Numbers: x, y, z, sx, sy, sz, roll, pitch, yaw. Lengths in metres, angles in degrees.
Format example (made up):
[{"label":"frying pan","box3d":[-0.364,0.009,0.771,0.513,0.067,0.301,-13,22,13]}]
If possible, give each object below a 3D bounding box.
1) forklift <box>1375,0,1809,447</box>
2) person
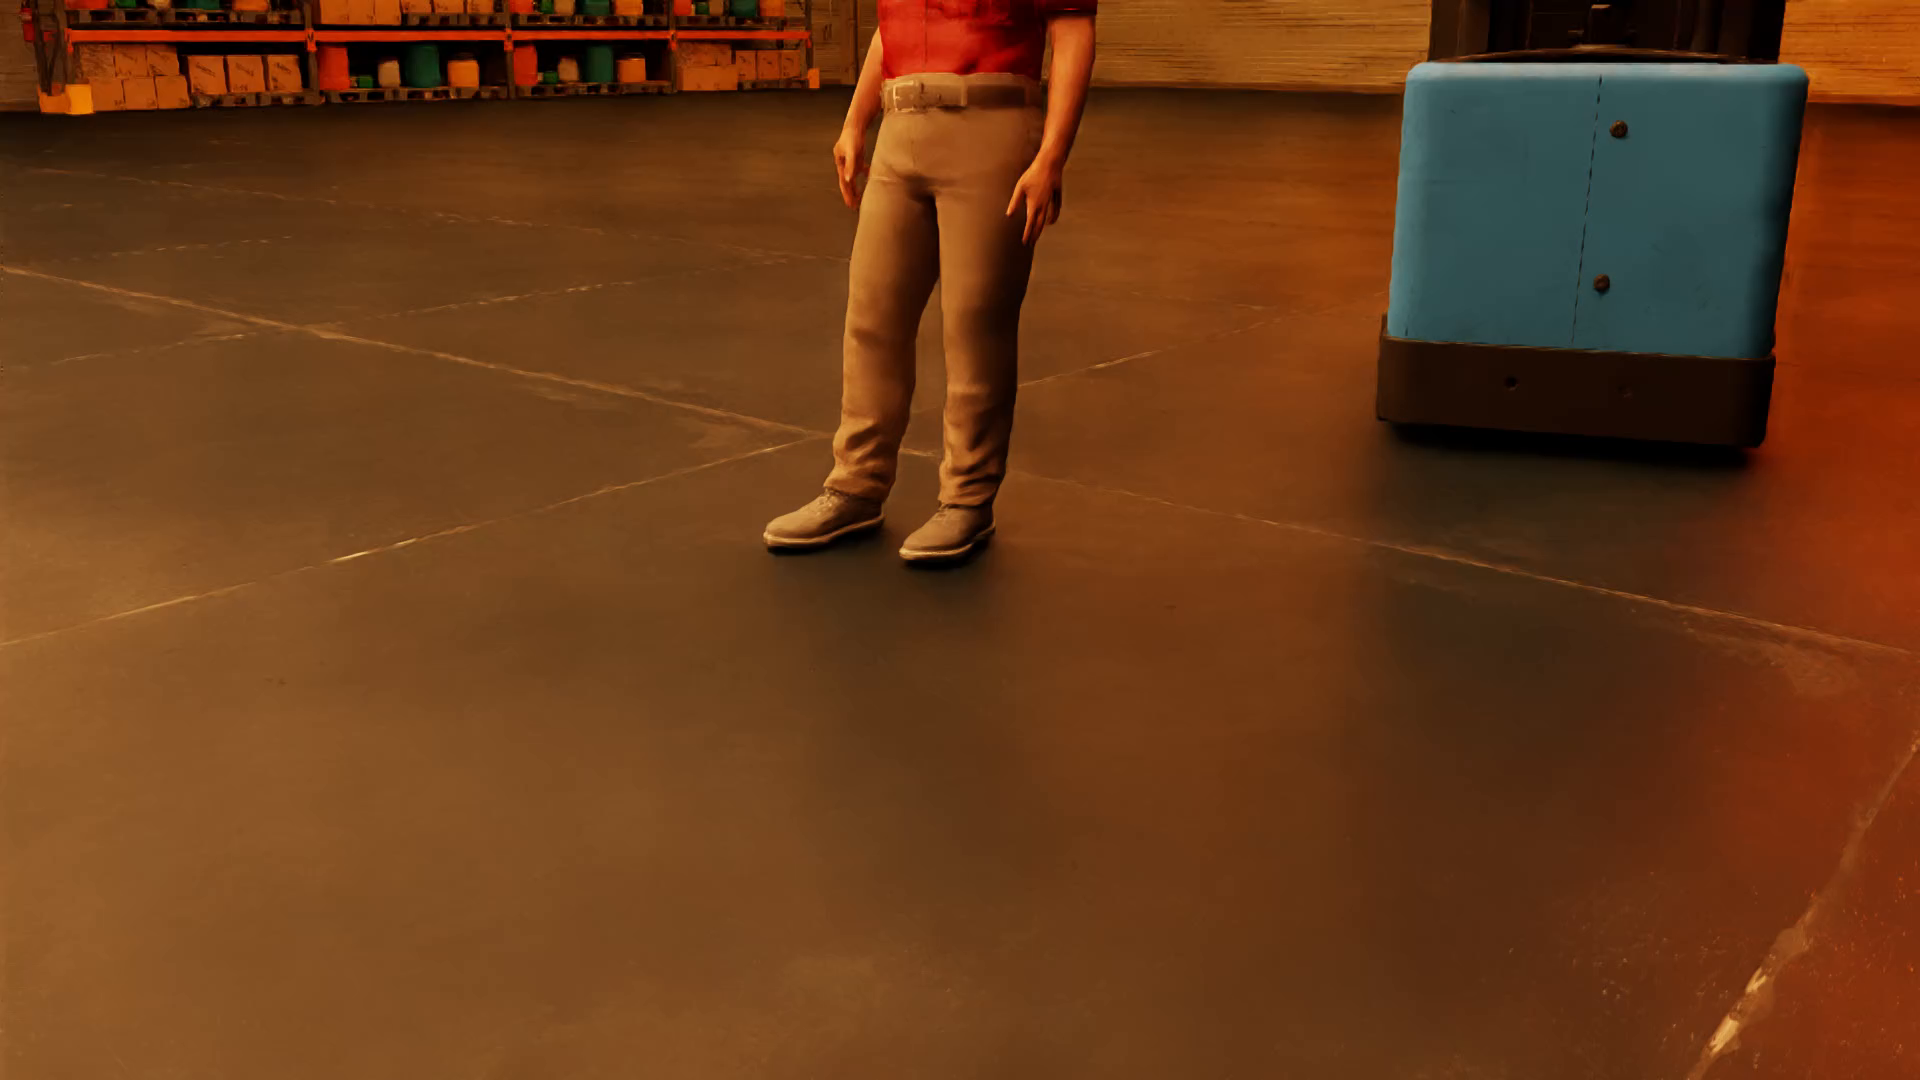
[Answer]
[{"label":"forklift","box3d":[2.200,-2.046,5.635,1.130,2.935,3.031,6,18,19]},{"label":"person","box3d":[-0.066,-0.816,3.630,0.640,1.726,0.550,13,21,37]}]
